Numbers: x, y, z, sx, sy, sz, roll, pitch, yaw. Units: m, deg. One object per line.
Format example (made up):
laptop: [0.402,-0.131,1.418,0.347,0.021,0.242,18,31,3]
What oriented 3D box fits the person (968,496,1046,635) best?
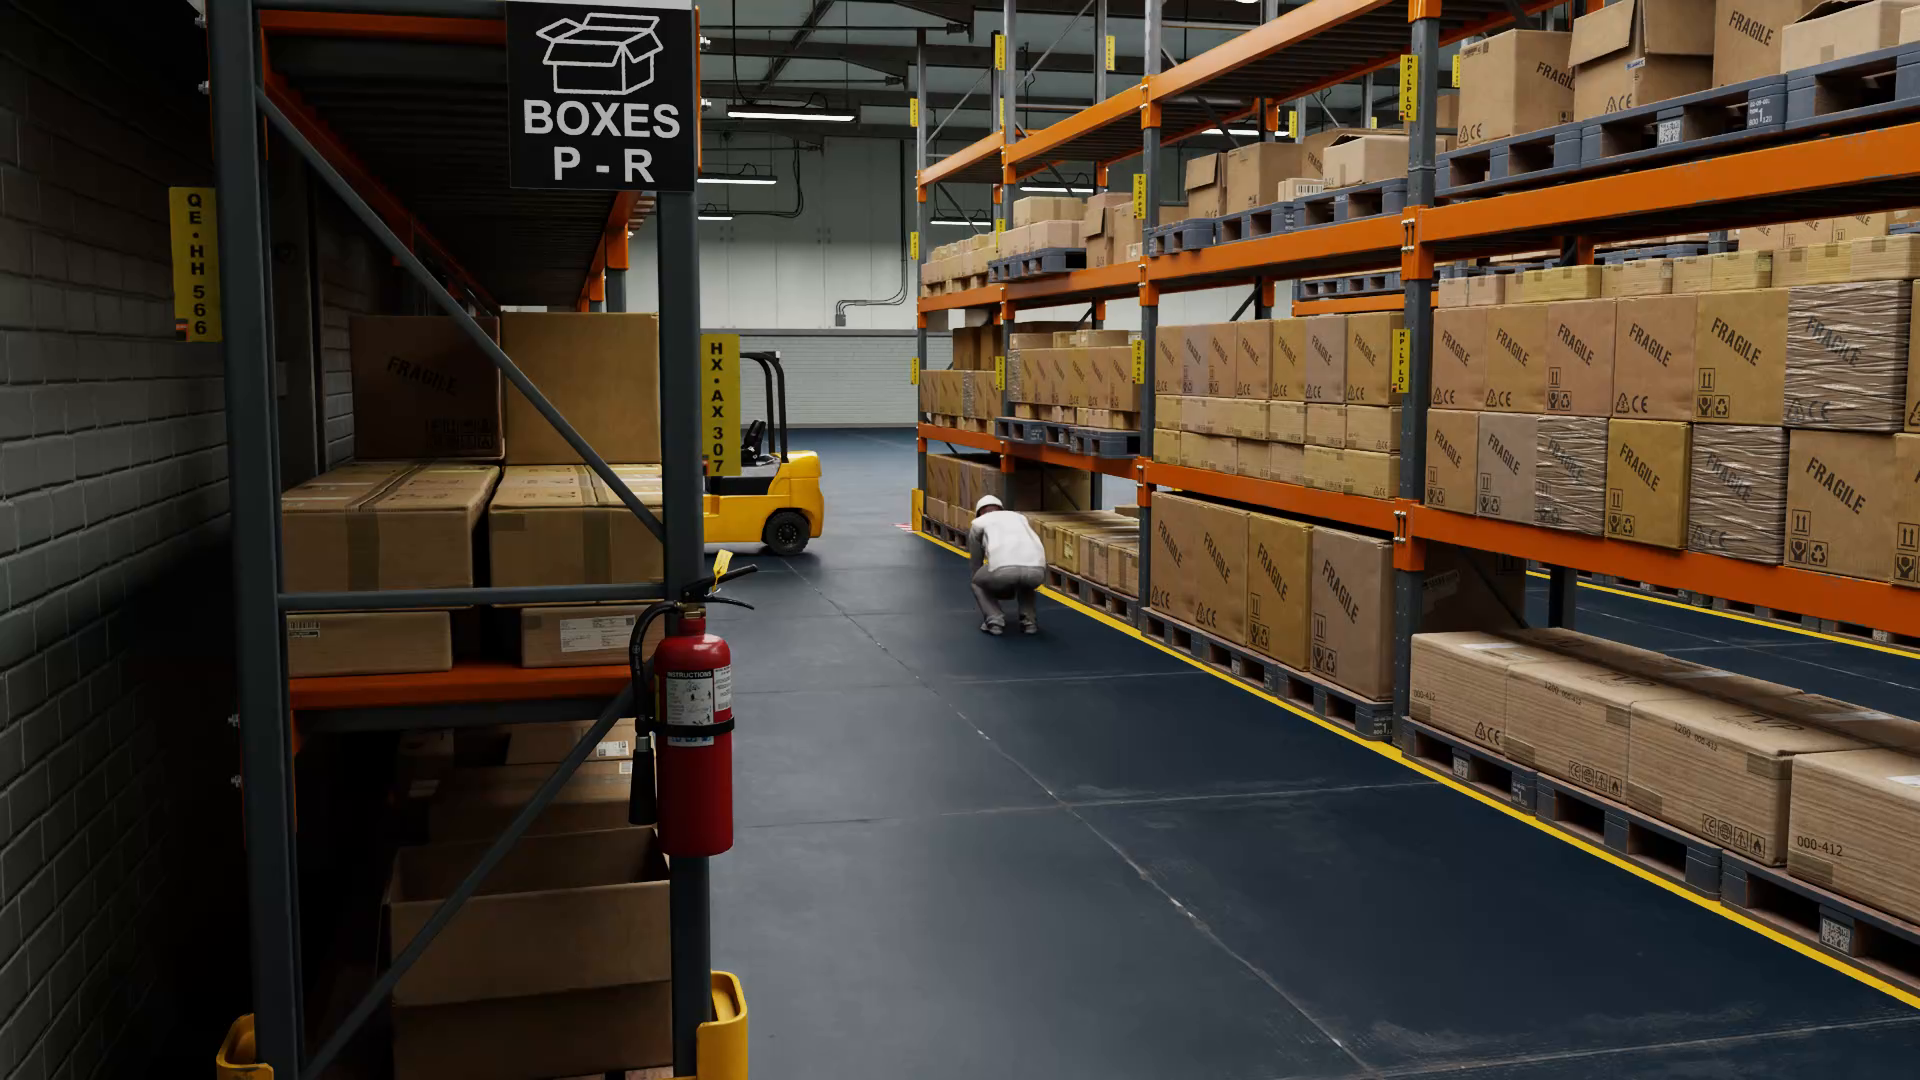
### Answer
person: [0.344,0.189,12.710,0.514,1.009,0.900,-1,6,-13]
